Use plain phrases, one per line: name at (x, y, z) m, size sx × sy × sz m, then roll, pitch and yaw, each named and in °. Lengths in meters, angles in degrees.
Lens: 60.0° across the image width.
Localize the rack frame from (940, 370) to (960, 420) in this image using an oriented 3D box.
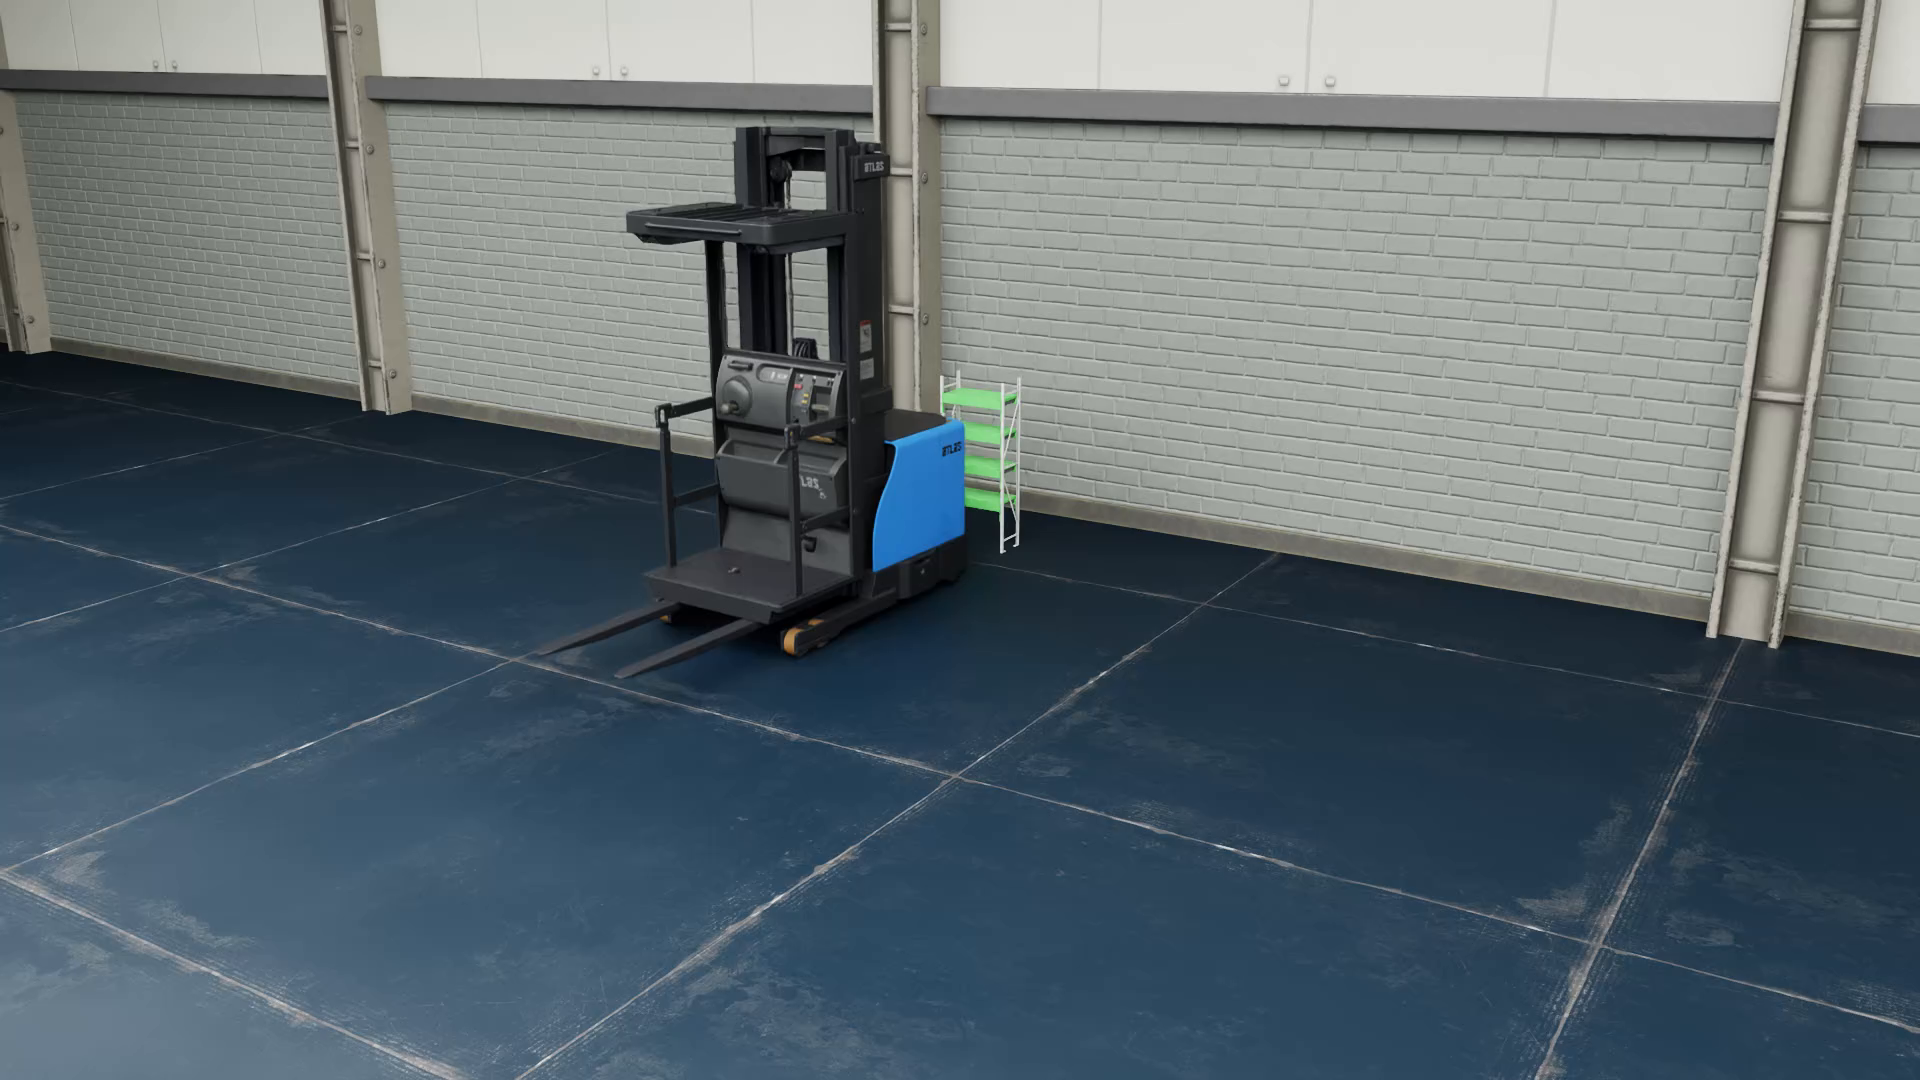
rack frame at (-0.067, -0.586, 11.746) m, size 0.015 × 1.200 × 0.240 m, roll 10°, pitch 20°, yaw 30°

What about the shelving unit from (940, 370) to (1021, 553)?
shelving unit at (0.141, -0.549, 11.624) m, size 0.503 × 1.200 × 0.258 m, roll 10°, pitch 20°, yaw 30°

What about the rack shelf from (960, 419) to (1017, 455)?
rack shelf at (0.141, -0.717, 11.573) m, size 0.480 × 0.148 × 0.258 m, roll 10°, pitch 20°, yaw 30°

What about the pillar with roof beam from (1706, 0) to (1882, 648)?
pillar with roof beam at (2.470, -2.669, 5.184) m, size 0.400 × 9.000 × 9.100 m, roll 10°, pitch 20°, yaw 30°

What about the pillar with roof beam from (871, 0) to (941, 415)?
pillar with roof beam at (-2.642, -3.581, 8.189) m, size 0.400 × 9.000 × 9.100 m, roll 10°, pitch 20°, yaw 30°

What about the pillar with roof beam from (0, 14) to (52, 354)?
pillar with roof beam at (-12.868, -5.407, 14.198) m, size 0.400 × 9.000 × 9.100 m, roll 10°, pitch 20°, yaw 30°

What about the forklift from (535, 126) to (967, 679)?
forklift at (-1.199, -0.883, 9.745) m, size 1.130 × 2.935 × 3.031 m, roll 11°, pitch 20°, yaw 33°

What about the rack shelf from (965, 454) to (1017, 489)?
rack shelf at (0.141, -0.488, 11.643) m, size 0.480 × 0.148 × 0.258 m, roll 10°, pitch 20°, yaw 30°

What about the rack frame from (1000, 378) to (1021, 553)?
rack frame at (0.349, -0.512, 11.502) m, size 0.015 × 1.200 × 0.240 m, roll 10°, pitch 20°, yaw 30°

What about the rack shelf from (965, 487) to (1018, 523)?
rack shelf at (0.141, -0.258, 11.712) m, size 0.480 × 0.148 × 0.258 m, roll 10°, pitch 20°, yaw 30°

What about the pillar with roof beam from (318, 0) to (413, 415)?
pillar with roof beam at (-7.755, -4.494, 11.193) m, size 0.400 × 9.000 × 9.100 m, roll 10°, pitch 20°, yaw 30°

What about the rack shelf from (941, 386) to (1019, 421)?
rack shelf at (0.141, -0.947, 11.503) m, size 0.480 × 0.148 × 0.258 m, roll 10°, pitch 20°, yaw 30°
